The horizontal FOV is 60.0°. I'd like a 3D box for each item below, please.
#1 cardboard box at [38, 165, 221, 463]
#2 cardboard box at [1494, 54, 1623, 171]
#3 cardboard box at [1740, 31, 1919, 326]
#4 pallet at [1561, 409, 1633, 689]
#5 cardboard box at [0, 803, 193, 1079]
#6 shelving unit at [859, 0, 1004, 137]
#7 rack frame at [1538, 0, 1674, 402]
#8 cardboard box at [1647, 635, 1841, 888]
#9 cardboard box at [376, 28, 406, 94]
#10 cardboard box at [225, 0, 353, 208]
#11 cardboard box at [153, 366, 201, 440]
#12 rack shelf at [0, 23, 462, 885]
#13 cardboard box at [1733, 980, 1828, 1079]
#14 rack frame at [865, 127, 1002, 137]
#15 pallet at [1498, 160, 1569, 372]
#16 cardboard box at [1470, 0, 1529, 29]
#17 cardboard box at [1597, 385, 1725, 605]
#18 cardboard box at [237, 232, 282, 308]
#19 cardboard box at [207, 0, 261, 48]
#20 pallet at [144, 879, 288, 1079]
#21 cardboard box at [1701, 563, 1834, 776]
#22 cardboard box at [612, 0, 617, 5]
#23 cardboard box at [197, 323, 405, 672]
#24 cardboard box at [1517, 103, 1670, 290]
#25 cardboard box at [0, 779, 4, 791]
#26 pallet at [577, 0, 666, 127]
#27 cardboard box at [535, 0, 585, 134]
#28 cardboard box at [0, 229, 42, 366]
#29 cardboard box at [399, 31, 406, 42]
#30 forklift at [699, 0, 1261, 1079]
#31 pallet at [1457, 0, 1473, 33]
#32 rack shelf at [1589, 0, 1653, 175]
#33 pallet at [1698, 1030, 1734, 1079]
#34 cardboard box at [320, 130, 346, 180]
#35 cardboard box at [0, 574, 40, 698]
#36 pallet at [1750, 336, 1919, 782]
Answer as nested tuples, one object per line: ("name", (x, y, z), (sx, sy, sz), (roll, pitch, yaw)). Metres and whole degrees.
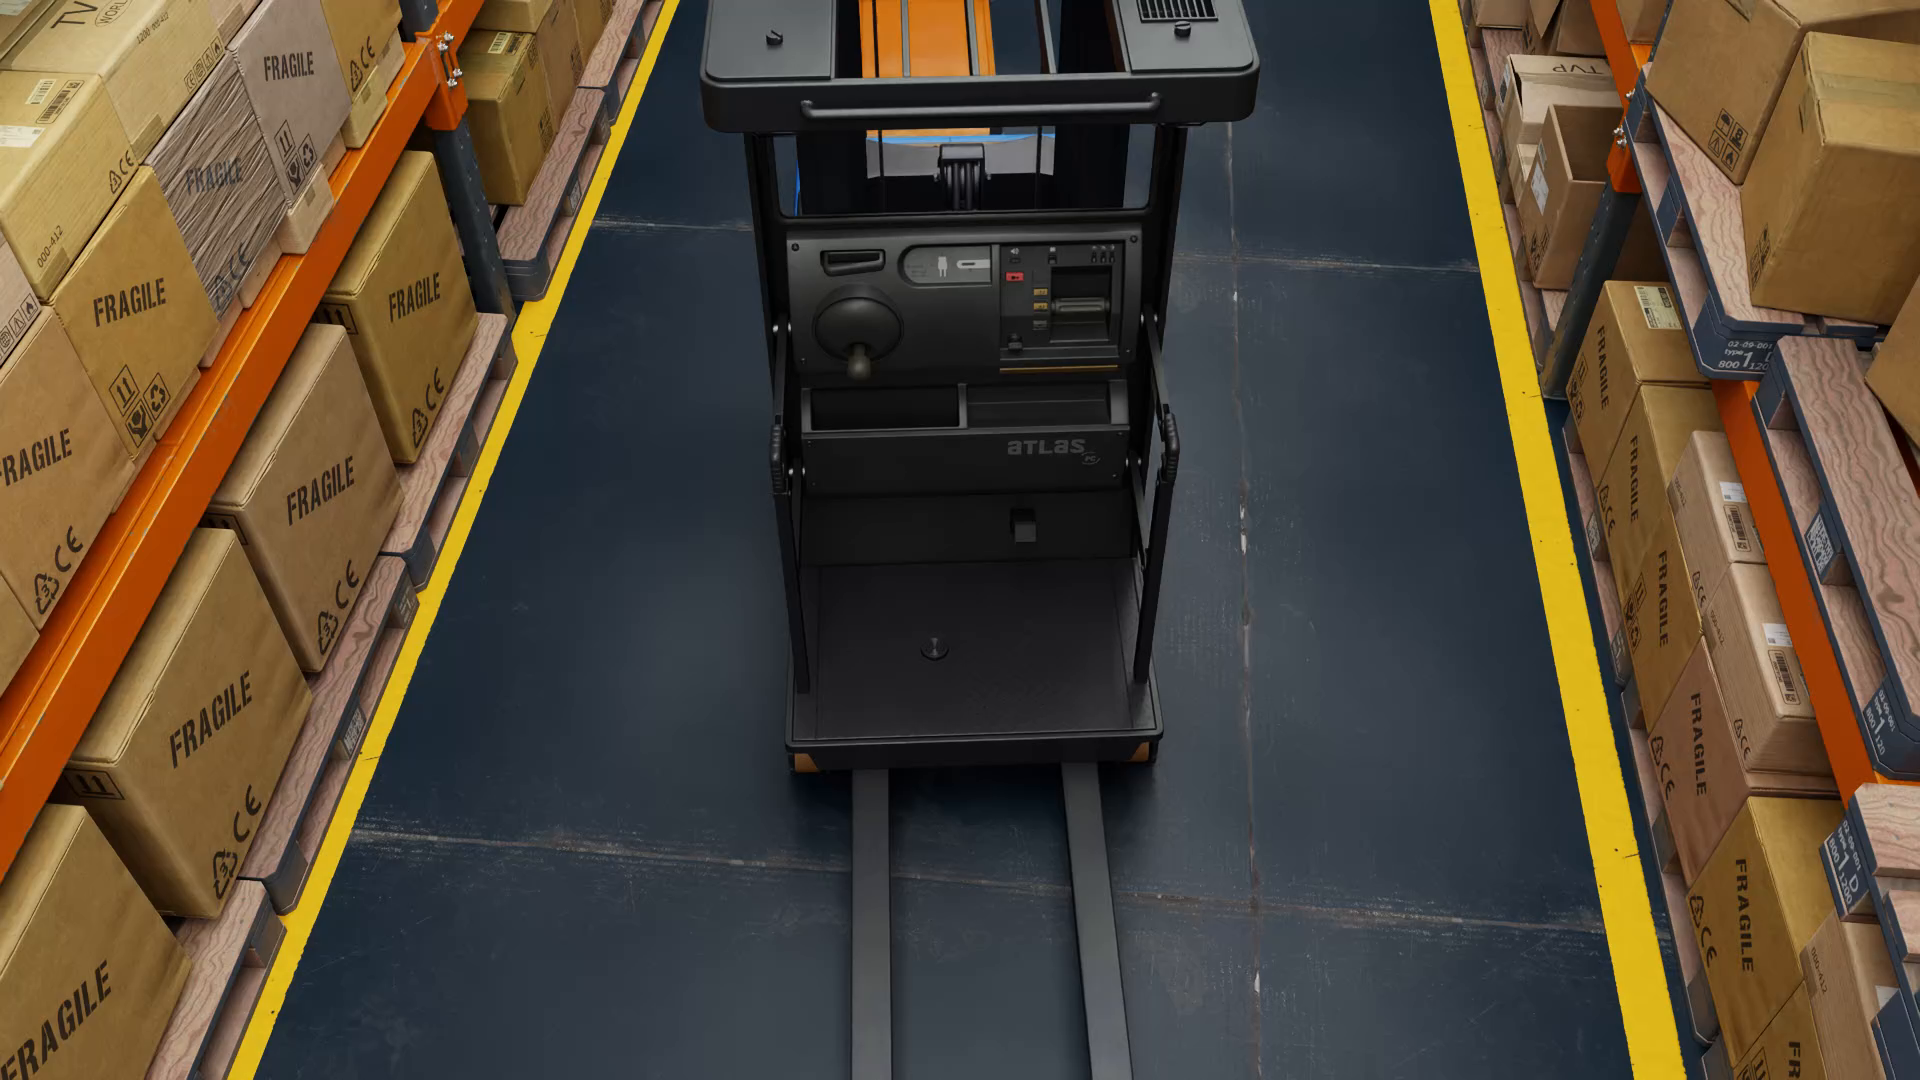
("cardboard box", (-2.170, -0.551, 3.938), (0.500, 0.500, 0.500), (5, 48, 5))
("cardboard box", (2.523, -1.777, 6.867), (0.500, 0.311, 0.500), (4, 48, 4))
("cardboard box", (2.420, -0.880, 4.170), (0.700, 0.500, 0.500), (11, 48, 10))
("pallet", (2.649, -0.006, 5.612), (1.003, 0.211, 1.213), (4, 48, 4))
("cardboard box", (-2.415, 1.114, 3.871), (0.750, 0.750, 0.750), (3, 48, 3))
("shelving unit", (-0.126, -1.446, 6.310), (0.538, 1.125, 1.048), (-2, 48, -1))
("rack frame", (2.686, -1.547, 5.132), (1.000, 3.000, 0.127), (4, 48, 4))
("cardboard box", (2.262, 0.618, 4.548), (0.500, 0.500, 0.500), (2, 48, 2))
("cardboard box", (-1.997, -1.532, 5.275), (0.380, 0.149, 0.250), (4, 48, 4))
("cardboard box", (-2.075, -1.287, 4.611), (0.500, 0.500, 0.500), (4, 48, 4))
("cardboard box", (-2.192, -0.407, 4.246), (0.380, 0.149, 0.250), (5, 48, 5))
("rack shelf", (-2.430, -0.165, 4.356), (1.077, 0.370, 4.000), (4, 48, 4))
("cardboard box", (2.173, 1.384, 3.847), (0.500, 0.500, 0.500), (6, 48, 5))
("rack frame", (-0.107, -1.071, 5.967), (0.500, 1.125, 0.032), (-2, 48, -1))
("pallet", (2.749, -1.111, 6.623), (1.003, 0.211, 1.213), (4, 48, 4))
("cardboard box", (2.627, -2.592, 7.653), (0.500, 0.250, 0.500), (4, 48, 4))
("cardboard box", (2.361, -0.120, 5.223), (0.500, 0.500, 0.500), (4, 48, 4))
("cardboard box", (-2.119, -0.784, 4.591), (0.380, 0.149, 0.250), (4, 48, 4))
("cardboard box", (-2.092, -1.536, 4.331), (0.500, 0.250, 0.500), (5, 48, 4))
("pallet", (-2.465, 1.429, 4.300), (1.003, 0.211, 1.213), (4, 48, 4))
("cardboard box", (2.263, 0.337, 4.296), (0.500, 0.250, 0.500), (3, 48, 3))
("cardboard box", (-1.938, -2.857, 7.739), (0.700, 0.500, 0.500), (2, 48, 2))
("cardboard box", (-2.256, -0.154, 5.030), (0.750, 0.750, 0.750), (5, 48, 5))
("cardboard box", (2.455, -1.290, 6.293), (0.500, 0.500, 0.500), (4, 48, 4))
("cardboard box", (-2.212, 0.539, 3.381), (0.380, 0.149, 0.250), (5, 48, 5))
("pallet", (-1.992, -2.389, 7.792), (1.003, 0.211, 1.213), (4, 48, 4))
("cardboard box", (-2.028, -2.087, 7.036), (0.700, 0.500, 0.500), (3, 48, 3))
("cardboard box", (-2.224, -0.411, 3.302), (0.500, 0.250, 0.500), (4, 48, 4))
("cardboard box", (-2.289, -1.844, 6.374), (0.380, 0.149, 0.250), (4, 48, 3))
("forklift", (0.025, -0.527, 4.246), (1.130, 2.935, 3.031), (-2, 48, -2))
("pallet", (2.972, -2.904, 8.263), (1.003, 0.211, 1.213), (4, 48, 4))
("rack shelf", (2.868, -2.774, 6.742), (1.077, 0.370, 4.000), (4, 48, 4))
("pallet", (2.427, 1.787, 3.972), (1.003, 0.211, 1.213), (4, 48, 4))
("cardboard box", (-2.065, -1.158, 4.933), (0.380, 0.149, 0.250), (5, 48, 5))
("cardboard box", (-2.256, 0.197, 3.254), (0.500, 0.500, 0.500), (5, 48, 5))
("pallet", (2.494, 0.028, 3.822), (1.003, 0.211, 1.213), (4, 48, 4))
